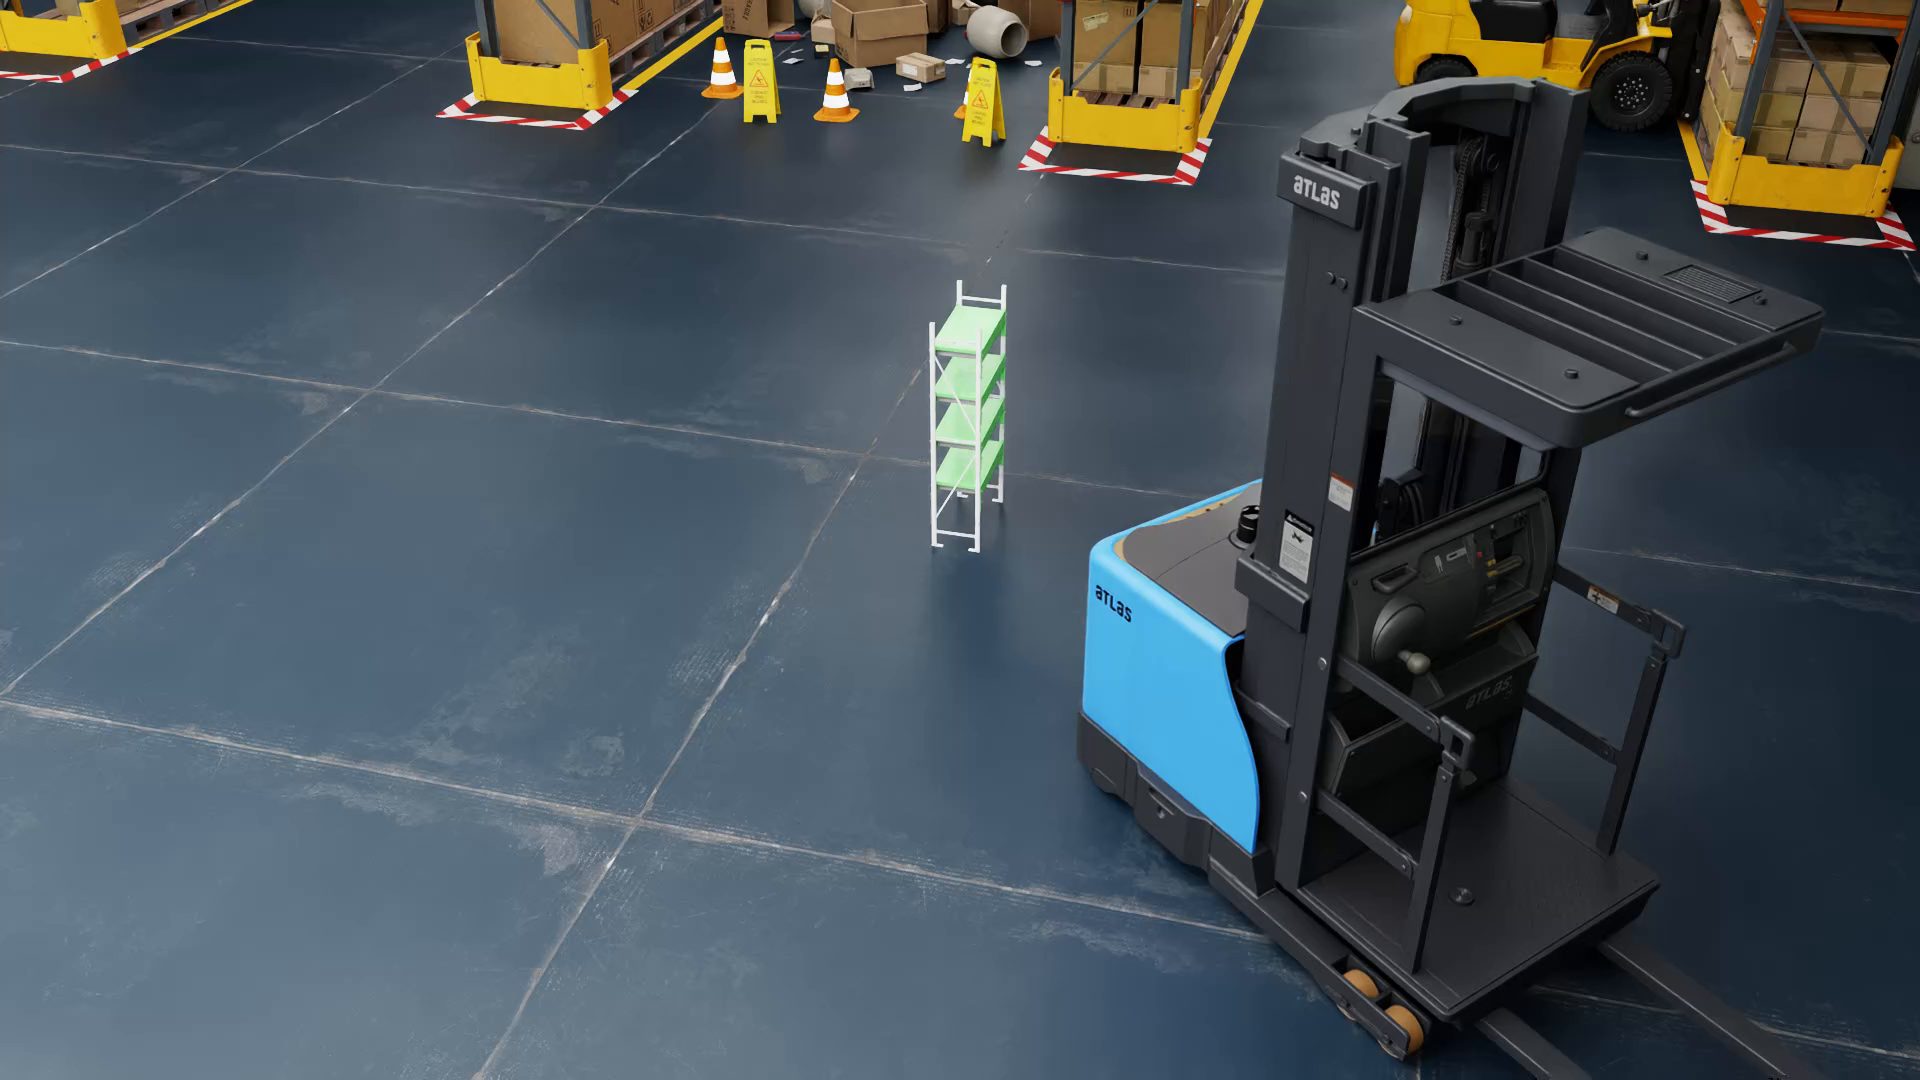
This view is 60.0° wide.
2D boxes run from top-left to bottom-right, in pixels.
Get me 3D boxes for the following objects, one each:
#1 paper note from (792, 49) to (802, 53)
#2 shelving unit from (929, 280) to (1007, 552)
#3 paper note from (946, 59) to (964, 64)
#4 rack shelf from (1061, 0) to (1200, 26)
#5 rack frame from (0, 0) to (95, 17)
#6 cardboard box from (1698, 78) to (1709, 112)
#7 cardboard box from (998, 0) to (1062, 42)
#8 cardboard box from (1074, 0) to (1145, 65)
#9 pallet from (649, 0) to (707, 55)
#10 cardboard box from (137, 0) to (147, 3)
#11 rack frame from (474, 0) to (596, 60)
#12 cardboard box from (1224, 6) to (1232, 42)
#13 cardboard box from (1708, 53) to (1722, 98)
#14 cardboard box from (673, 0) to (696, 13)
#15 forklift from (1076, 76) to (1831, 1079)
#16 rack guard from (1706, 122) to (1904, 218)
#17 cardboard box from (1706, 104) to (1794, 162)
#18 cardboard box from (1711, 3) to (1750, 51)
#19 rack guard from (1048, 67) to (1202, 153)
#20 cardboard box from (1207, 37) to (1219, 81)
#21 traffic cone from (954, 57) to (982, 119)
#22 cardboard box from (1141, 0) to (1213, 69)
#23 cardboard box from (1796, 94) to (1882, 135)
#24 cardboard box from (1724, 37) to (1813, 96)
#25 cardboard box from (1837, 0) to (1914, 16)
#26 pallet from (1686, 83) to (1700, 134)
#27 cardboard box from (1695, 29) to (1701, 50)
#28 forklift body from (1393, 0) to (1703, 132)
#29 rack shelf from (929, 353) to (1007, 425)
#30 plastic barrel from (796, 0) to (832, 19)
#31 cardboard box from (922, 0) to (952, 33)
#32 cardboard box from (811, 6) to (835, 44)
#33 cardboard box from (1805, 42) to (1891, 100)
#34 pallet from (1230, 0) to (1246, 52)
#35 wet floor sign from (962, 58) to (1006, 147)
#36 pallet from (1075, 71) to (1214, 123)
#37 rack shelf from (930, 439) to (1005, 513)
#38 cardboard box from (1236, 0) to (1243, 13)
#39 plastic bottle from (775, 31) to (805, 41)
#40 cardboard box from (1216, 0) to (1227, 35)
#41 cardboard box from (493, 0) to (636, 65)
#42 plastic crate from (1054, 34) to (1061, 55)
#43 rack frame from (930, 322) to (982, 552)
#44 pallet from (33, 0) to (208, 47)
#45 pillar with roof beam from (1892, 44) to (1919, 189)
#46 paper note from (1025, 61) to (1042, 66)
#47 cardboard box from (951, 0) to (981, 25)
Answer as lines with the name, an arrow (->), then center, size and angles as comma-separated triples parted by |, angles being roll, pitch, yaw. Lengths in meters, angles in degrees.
paper note -> -1.503, -4.509, 15.333 | 0.032, 0.001, 0.123 | 28, 42, 36
shelving unit -> 0.042, -0.592, 8.063 | 0.258, 1.200, 0.503 | 8, 33, 12
paper note -> -0.048, -4.338, 15.056 | 0.148, 0.019, 0.142 | 20, 38, 29
rack shelf -> 1.784, -5.148, 14.223 | 1.077, 0.370, 4.000 | 8, 33, 12
rack frame -> -8.309, -5.763, 14.520 | 1.000, 3.000, 0.127 | 8, 33, 12
cardboard box -> 6.163, -3.559, 13.224 | 0.500, 0.250, 0.500 | 8, 33, 13
cardboard box -> 0.704, -5.065, 15.749 | 0.500, 0.500, 0.500 | -21, 38, -29
cardboard box -> 1.228, -4.198, 13.531 | 0.500, 0.500, 0.500 | 8, 33, 13
pallet -> -3.098, -4.915, 15.785 | 1.003, 0.211, 1.213 | 8, 33, 12
cardboard box -> -8.016, -5.522, 16.079 | 0.500, 0.500, 0.500 | 17, 36, 25
rack frame -> -3.537, -5.035, 13.375 | 1.000, 3.000, 0.127 | 8, 33, 12
cardboard box -> 2.143, -4.622, 14.896 | 0.500, 0.250, 0.500 | 9, 33, 13
cardboard box -> 6.038, -3.522, 12.699 | 0.500, 0.250, 0.500 | 8, 33, 12
cardboard box -> -2.974, -5.607, 15.862 | 0.875, 0.875, 0.875 | 8, 33, 13
forklift -> 1.714, 0.190, 5.220 | 1.130, 2.935, 3.031 | -20, 38, -28
rack guard -> 6.073, -2.673, 11.988 | 1.175, 0.500, 0.348 | 8, 33, 12
cardboard box -> 5.892, -3.044, 12.413 | 0.500, 0.250, 0.500 | 8, 33, 13
cardboard box -> 6.136, -3.989, 12.969 | 0.500, 0.250, 0.500 | 8, 33, 13
rack guard -> 1.296, -3.398, 13.130 | 1.175, 0.500, 0.348 | 8, 33, 12
cardboard box -> 1.886, -4.076, 14.036 | 0.500, 0.250, 0.500 | 9, 34, 14
traffic cone -> 0.138, -3.742, 13.705 | 0.336, 0.463, 0.334 | 8, 33, 12
cardboard box -> 1.754, -4.141, 13.440 | 0.500, 0.500, 0.500 | 7, 33, 11
cardboard box -> 6.399, -3.184, 12.167 | 0.500, 0.250, 0.500 | 9, 33, 13
cardboard box -> 5.894, -3.460, 12.137 | 0.500, 0.250, 0.500 | 9, 34, 14
cardboard box -> 6.473, -4.001, 11.655 | 0.500, 0.500, 0.500 | 9, 34, 14
pallet -> 6.544, -3.597, 13.711 | 1.003, 0.211, 1.213 | 8, 33, 12
cardboard box -> 6.279, -4.052, 13.533 | 0.500, 0.250, 0.500 | 8, 33, 12
forklift body -> 4.795, -4.614, 13.503 | 2.313, 2.155, 1.214 | 8, 33, 12
rack shelf -> 0.042, -0.741, 7.969 | 0.258, 0.148, 0.480 | 8, 33, 12
plastic barrel -> -1.326, -5.226, 16.077 | 0.421, 0.421, 0.512 | -21, 38, -29
cardboard box -> -0.497, -5.160, 15.772 | 0.797, 0.637, 0.503 | 8, 33, 12
cardboard box -> -1.177, -4.815, 15.576 | 0.396, 0.266, 0.258 | 14, 35, 21
cardboard box -> 6.384, -3.402, 12.046 | 0.500, 0.250, 0.500 | 8, 33, 12
pallet -> 2.155, -4.960, 15.855 | 1.003, 0.211, 1.213 | 8, 33, 12
wet floor sign -> 0.193, -3.467, 13.103 | 0.267, 0.644, 0.232 | 20, 38, 29
pallet -> 1.536, -3.693, 13.863 | 1.003, 0.211, 1.213 | 8, 33, 12
rack shelf -> 0.042, -0.336, 8.226 | 0.258, 0.148, 0.480 | 8, 33, 12
cardboard box -> 2.402, -5.163, 15.747 | 0.500, 0.250, 0.500 | 10, 34, 15
plastic bottle -> -1.602, -4.743, 15.654 | 0.283, 0.061, 0.133 | -3, 33, -4
cardboard box -> 2.018, -4.672, 14.275 | 0.500, 0.500, 0.500 | 9, 33, 13
cardboard box -> -3.429, -4.677, 14.400 | 0.875, 0.875, 0.875 | 8, 33, 13
plastic crate -> 1.100, -4.554, 15.340 | 0.402, 0.080, 0.583 | -3, 33, -4
rack frame -> -0.020, -0.466, 7.864 | 0.240, 1.200, 0.015 | 8, 33, 12
pallet -> -8.049, -5.043, 15.985 | 1.003, 0.211, 1.213 | 8, 33, 12
pillar with roof beam -> 2.963, -7.096, 11.025 | 9.100, 9.000, 0.400 | 8, 33, 12
paper note -> 0.664, -4.307, 14.996 | 0.142, 0.019, 0.148 | -3, 33, -4
cardboard box -> 0.009, -5.205, 16.190 | 0.258, 0.266, 0.396 | -14, 35, -21
